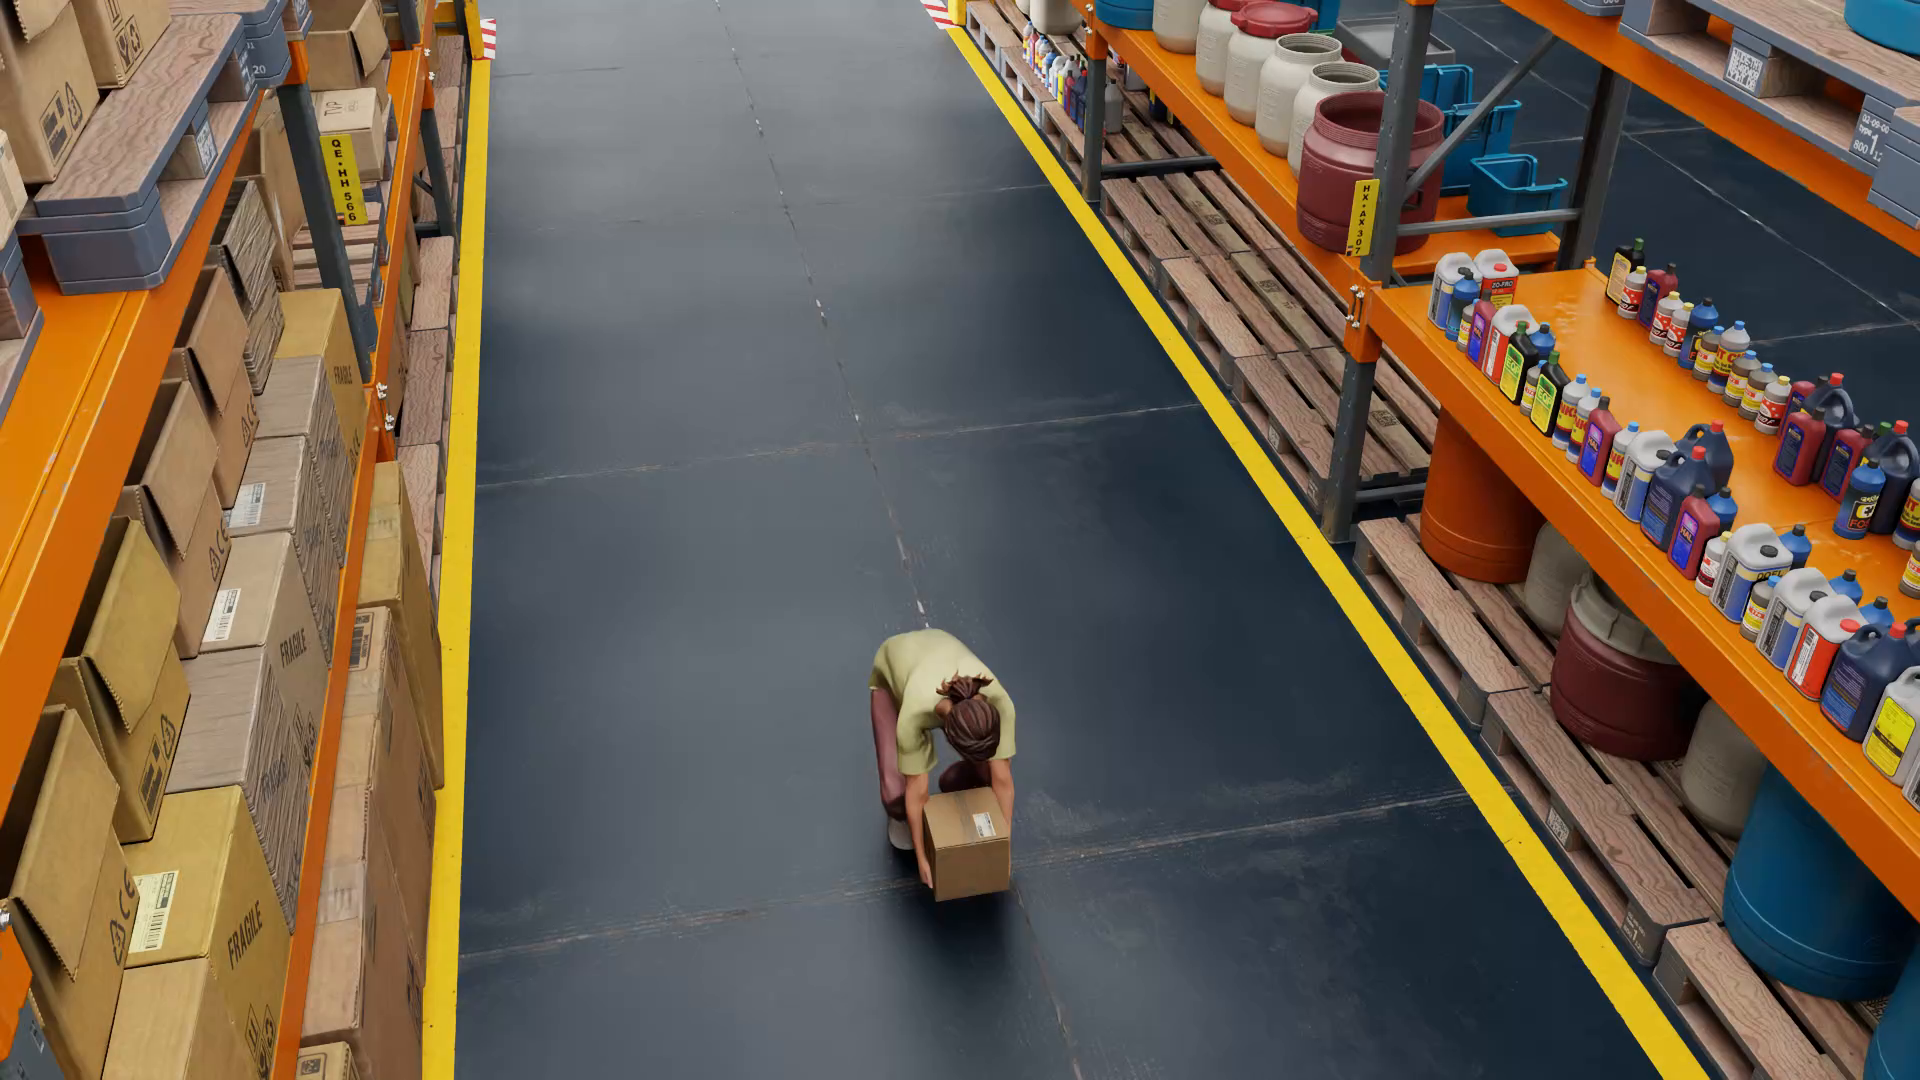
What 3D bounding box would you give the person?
[{"bbox_3d":[-0.061,0.730,5.750,0.469,0.921,0.839,-8,35,-12],"label":"person"}]
